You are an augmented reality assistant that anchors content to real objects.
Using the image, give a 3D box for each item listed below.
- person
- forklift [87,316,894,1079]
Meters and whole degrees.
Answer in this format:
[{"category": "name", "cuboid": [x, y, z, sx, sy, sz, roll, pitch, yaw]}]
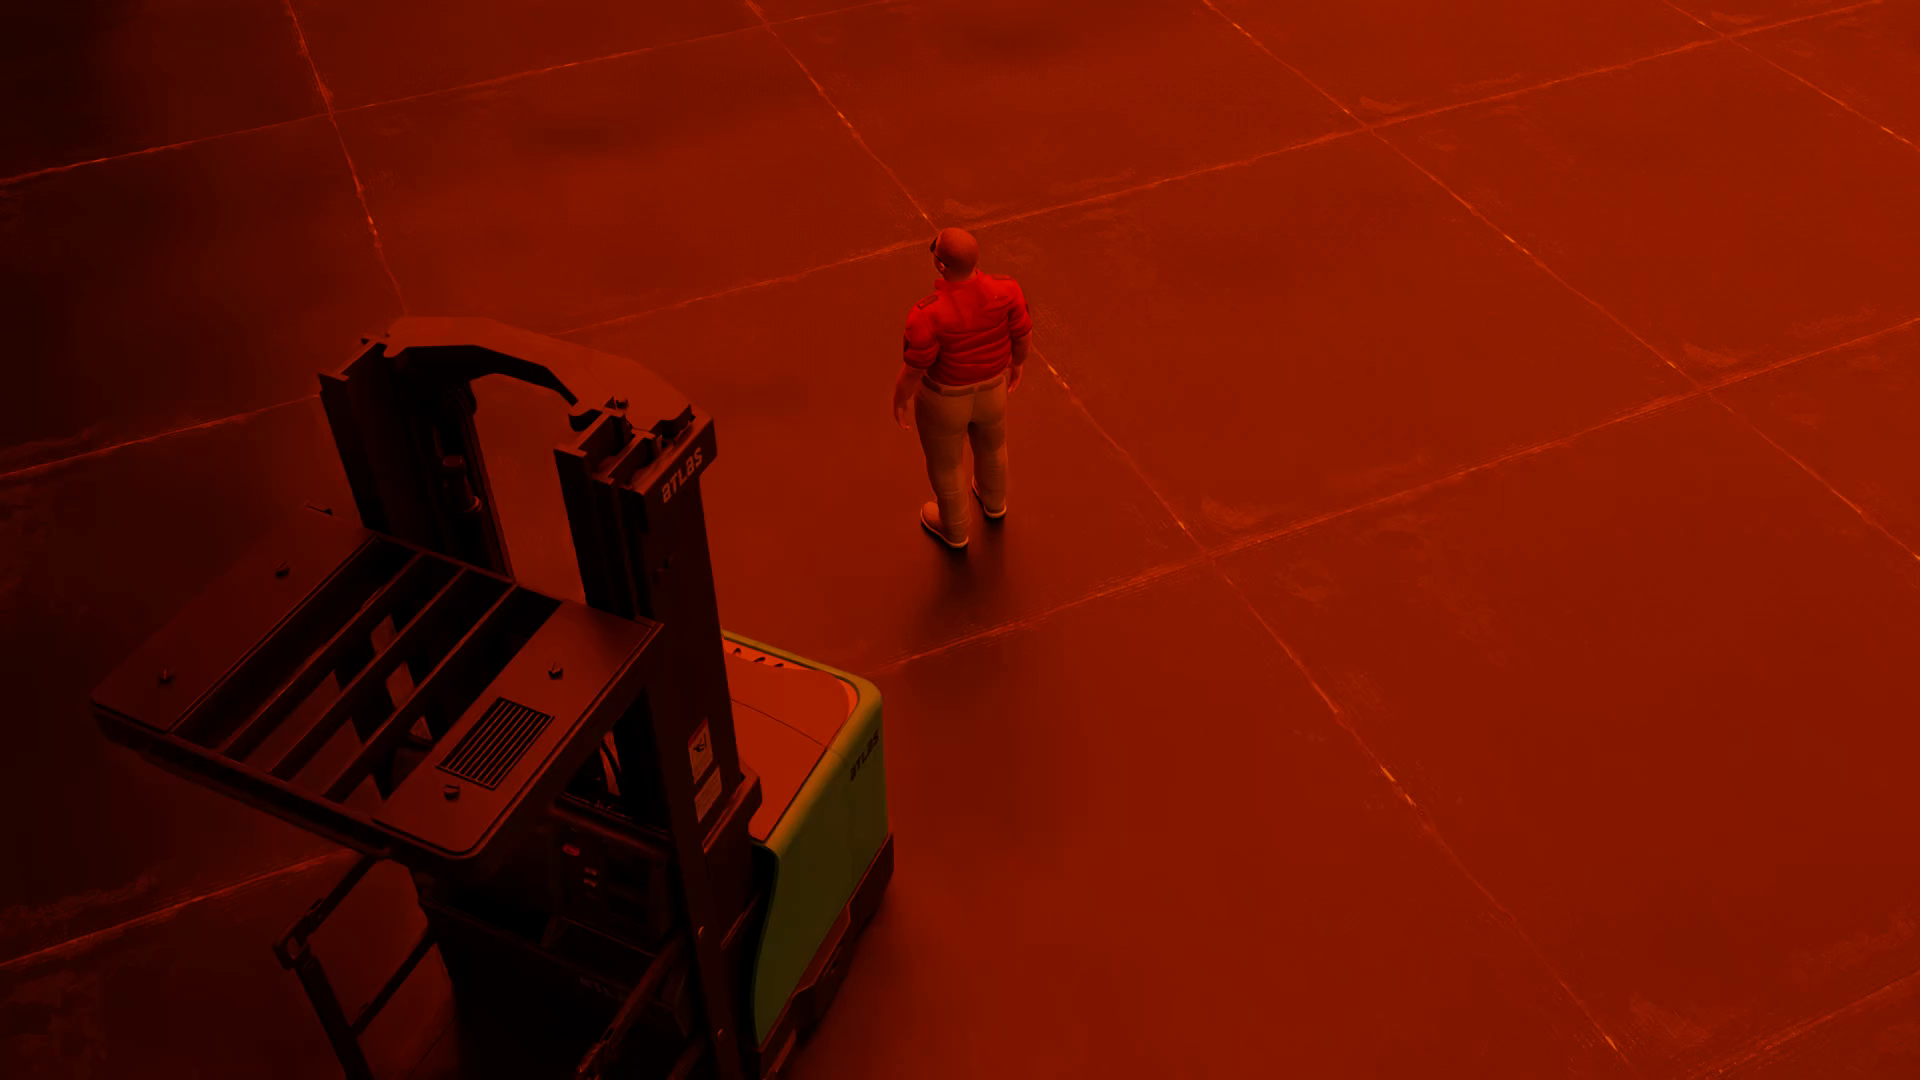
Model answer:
[{"category": "person", "cuboid": [-0.027, -0.697, 7.297, 0.640, 1.728, 0.550, -18, 46, -18]}, {"category": "forklift", "cuboid": [-1.326, 0.987, 4.622, 1.130, 2.935, 3.031, 17, 46, 18]}]
